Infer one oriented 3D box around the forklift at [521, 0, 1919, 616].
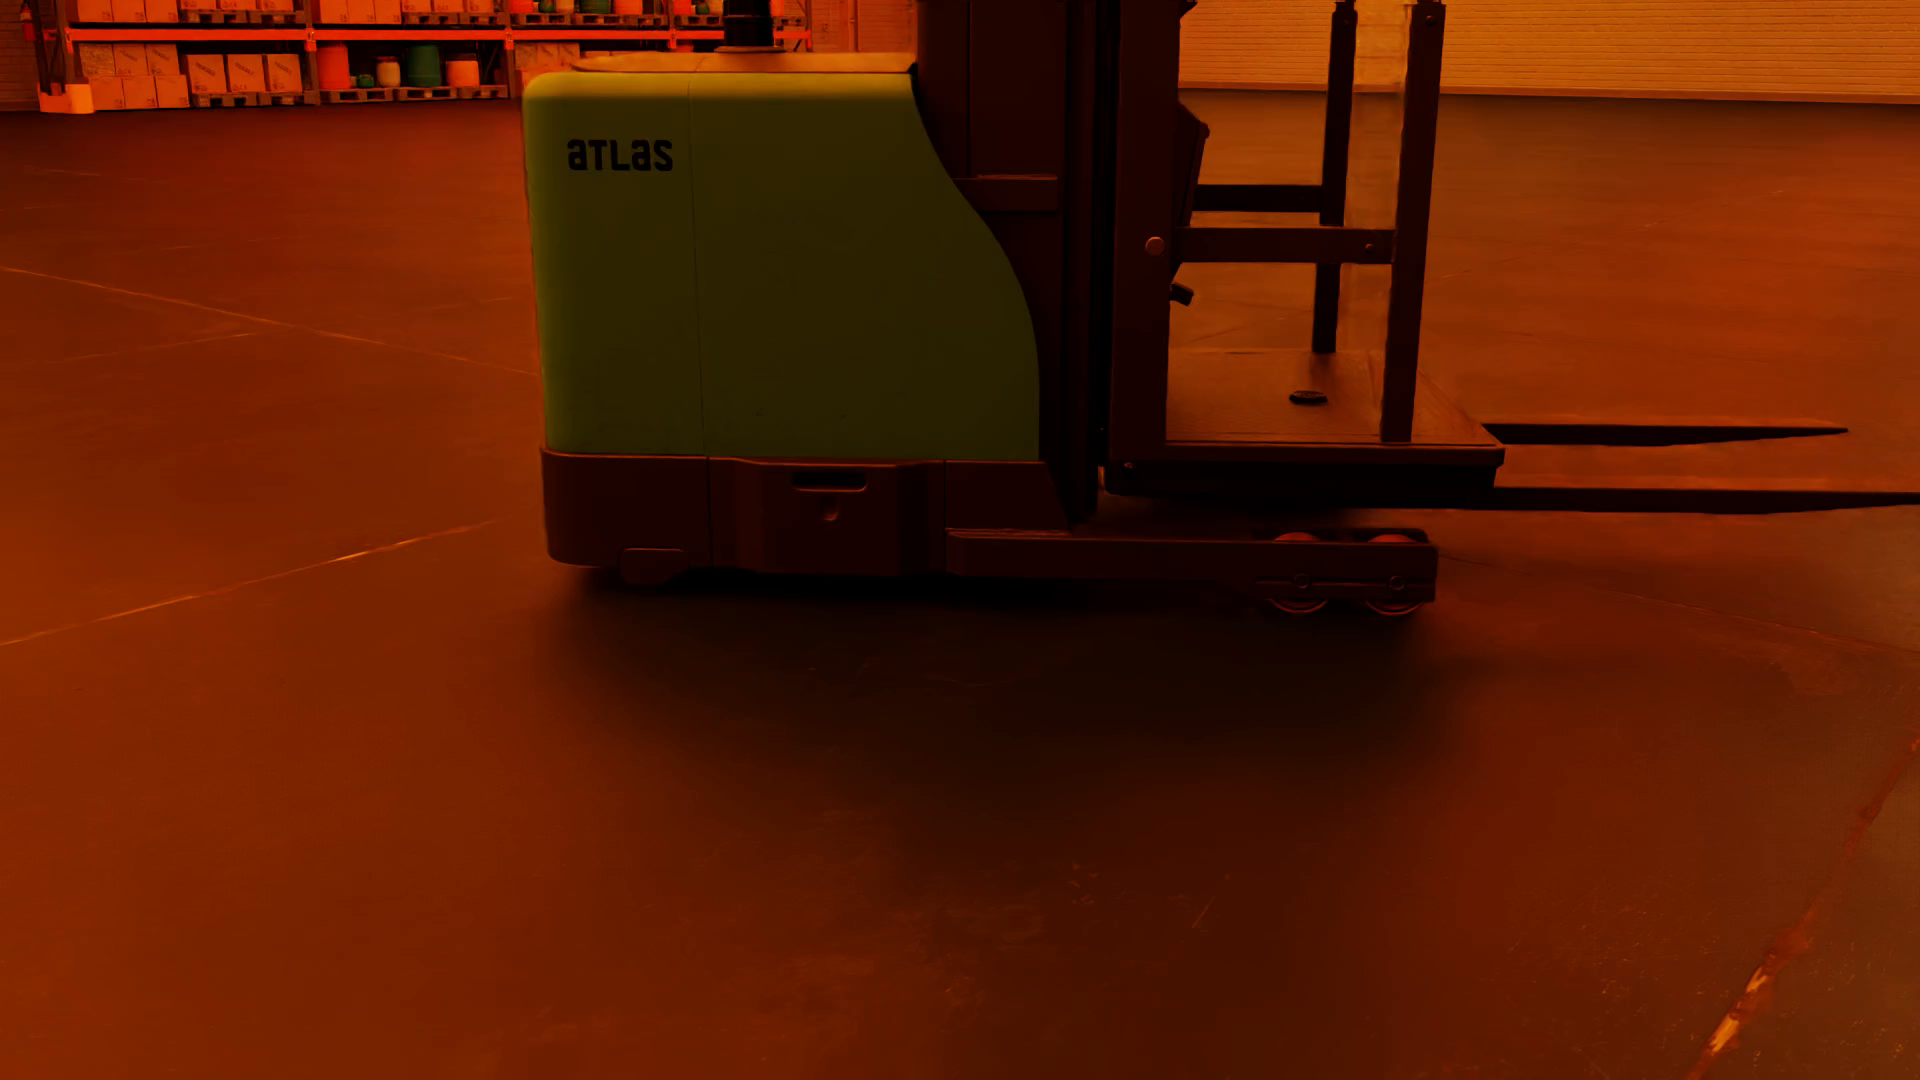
[{"bbox_3d":[0.645,-1.406,3.528,3.031,2.935,1.130,1,17,3],"label":"forklift"}]
